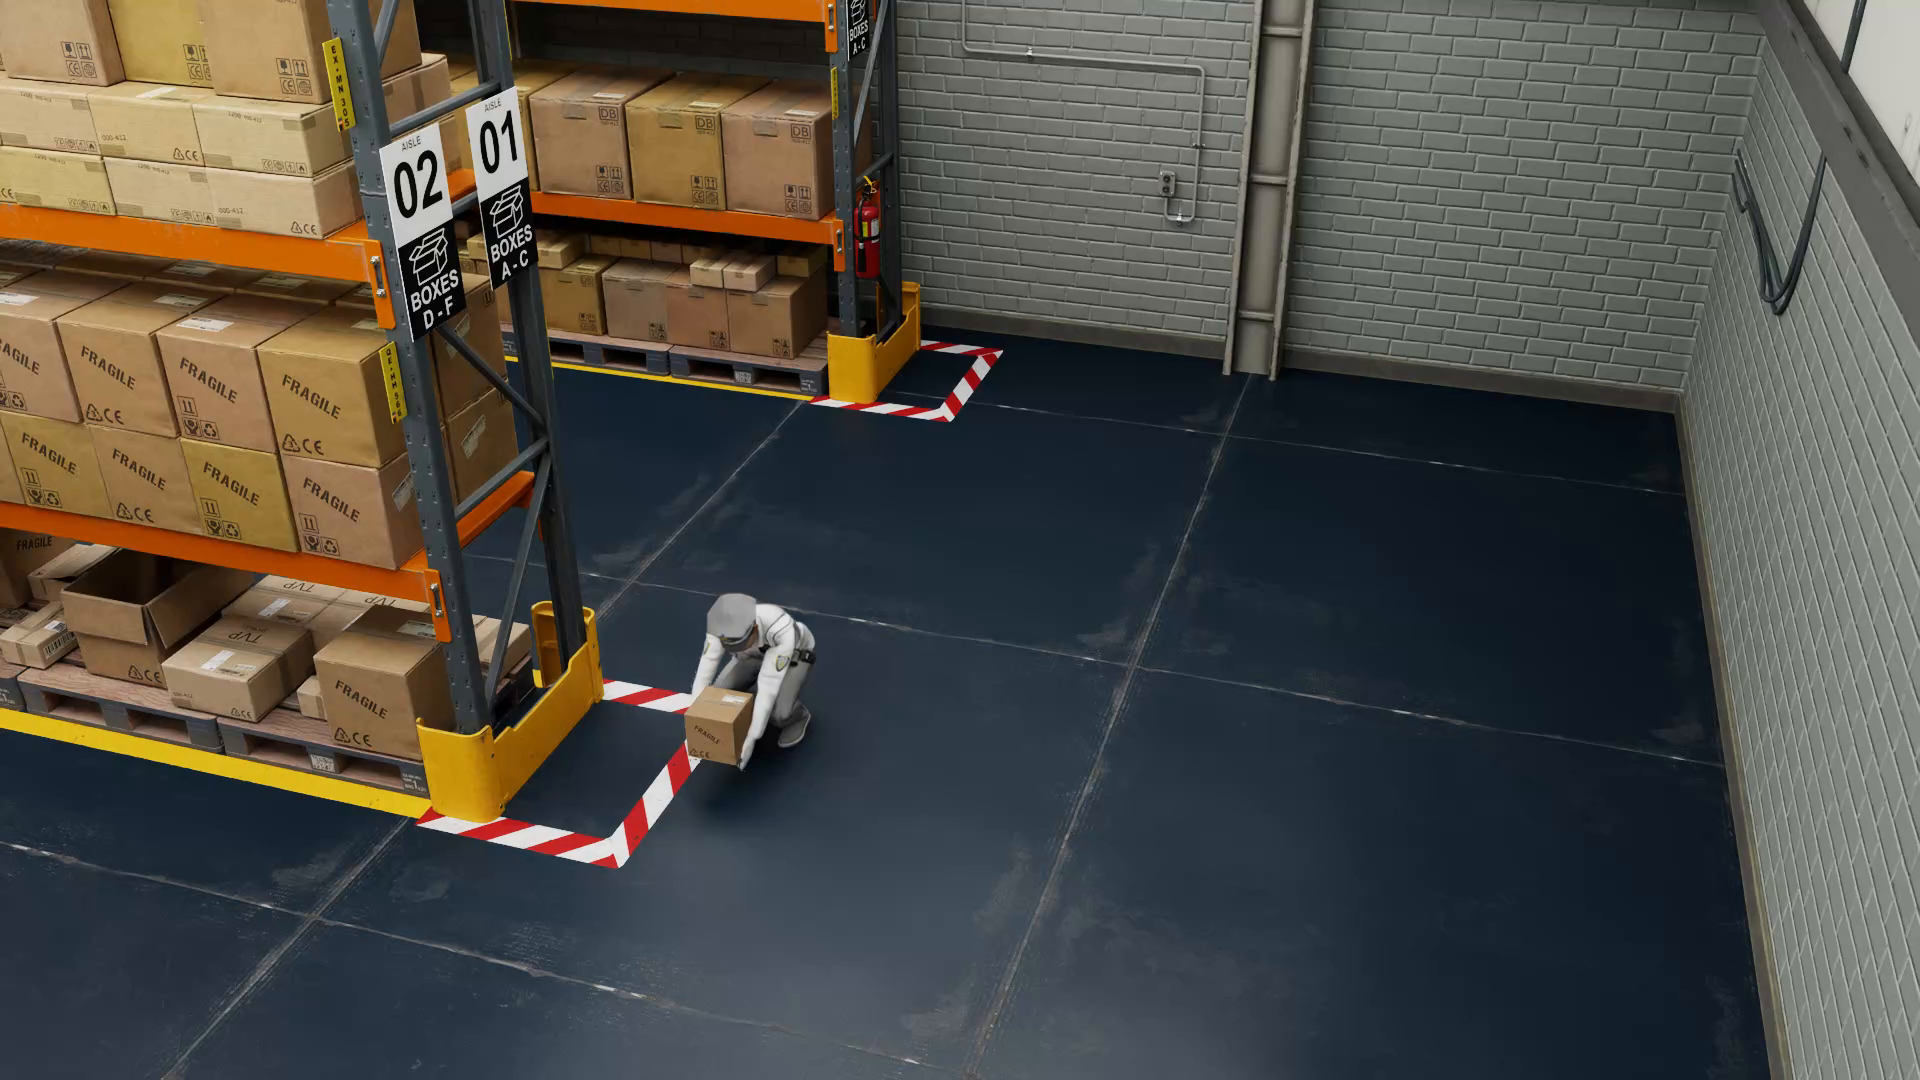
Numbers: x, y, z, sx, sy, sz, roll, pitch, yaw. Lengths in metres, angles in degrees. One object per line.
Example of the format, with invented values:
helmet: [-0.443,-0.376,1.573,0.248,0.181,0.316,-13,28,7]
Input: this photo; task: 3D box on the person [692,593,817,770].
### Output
person: [-1.008,0.610,8.139,0.471,0.972,0.848,12,31,20]
